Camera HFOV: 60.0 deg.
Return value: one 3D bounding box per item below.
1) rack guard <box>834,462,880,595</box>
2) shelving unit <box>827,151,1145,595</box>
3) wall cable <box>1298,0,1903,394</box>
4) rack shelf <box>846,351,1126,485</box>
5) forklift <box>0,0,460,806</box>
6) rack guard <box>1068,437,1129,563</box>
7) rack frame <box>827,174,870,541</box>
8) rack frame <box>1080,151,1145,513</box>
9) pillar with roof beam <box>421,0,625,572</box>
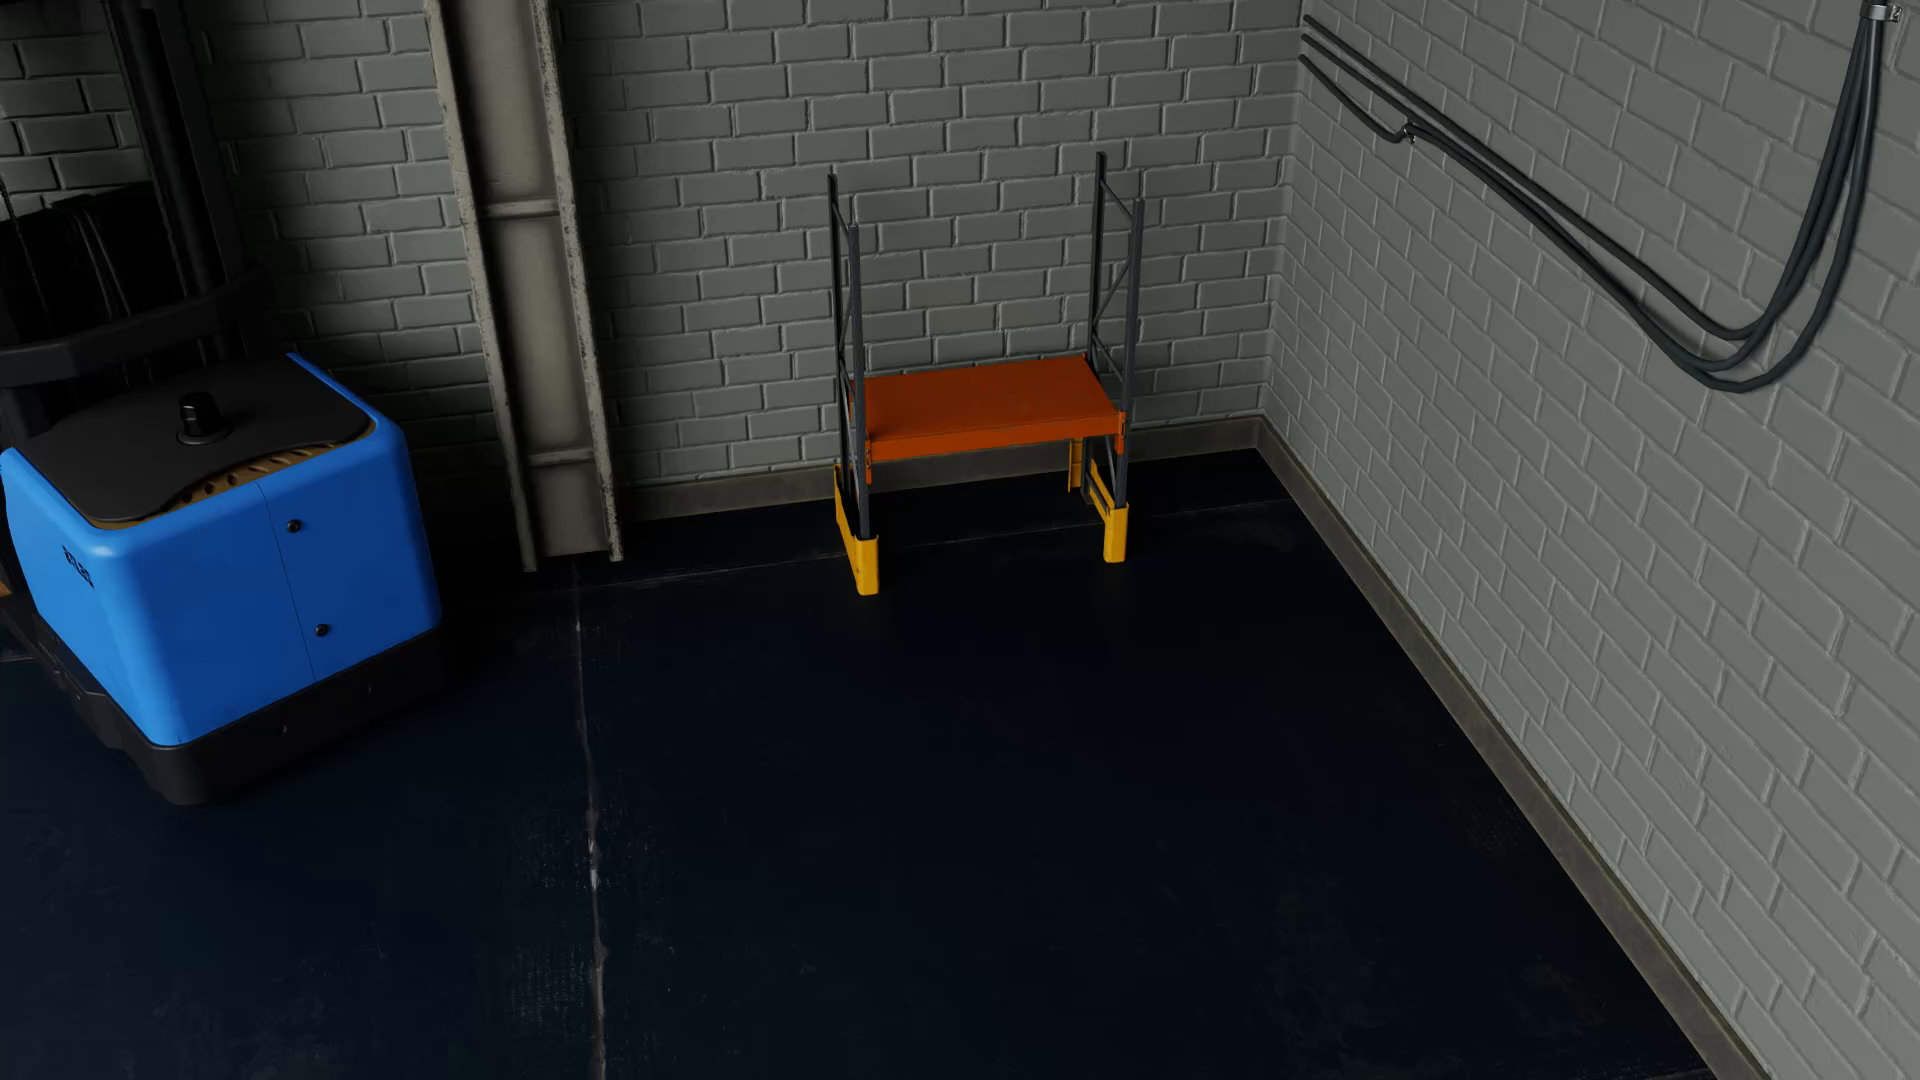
[{"bbox_3d":[-0.411,-0.052,6.603,0.087,0.250,0.587,-7,35,-11],"label":"rack guard"},{"bbox_3d":[0.074,-0.632,6.346,1.083,1.500,0.587,-7,35,-11],"label":"shelving unit"},{"bbox_3d":[1.601,-2.071,4.547,0.112,2.526,3.097,-7,35,-11],"label":"wall cable"},{"bbox_3d":[0.083,-0.484,6.448,1.000,0.185,0.538,-7,35,-11],"label":"rack shelf"},{"bbox_3d":[-3.174,-1.085,5.737,1.130,2.935,3.031,-29,43,-35],"label":"forklift"},{"bbox_3d":[0.560,-0.174,6.786,0.087,0.250,0.587,-7,35,-11],"label":"rack guard"},{"bbox_3d":[-0.413,-0.571,6.255,0.032,1.500,0.500,-7,35,-11],"label":"rack frame"},{"bbox_3d":[0.579,-0.696,6.441,0.032,1.500,0.500,-7,35,-11],"label":"rack frame"},{"bbox_3d":[-0.614,-1.377,0.726,0.400,9.000,9.100,-7,35,-11],"label":"pillar with roof beam"}]
